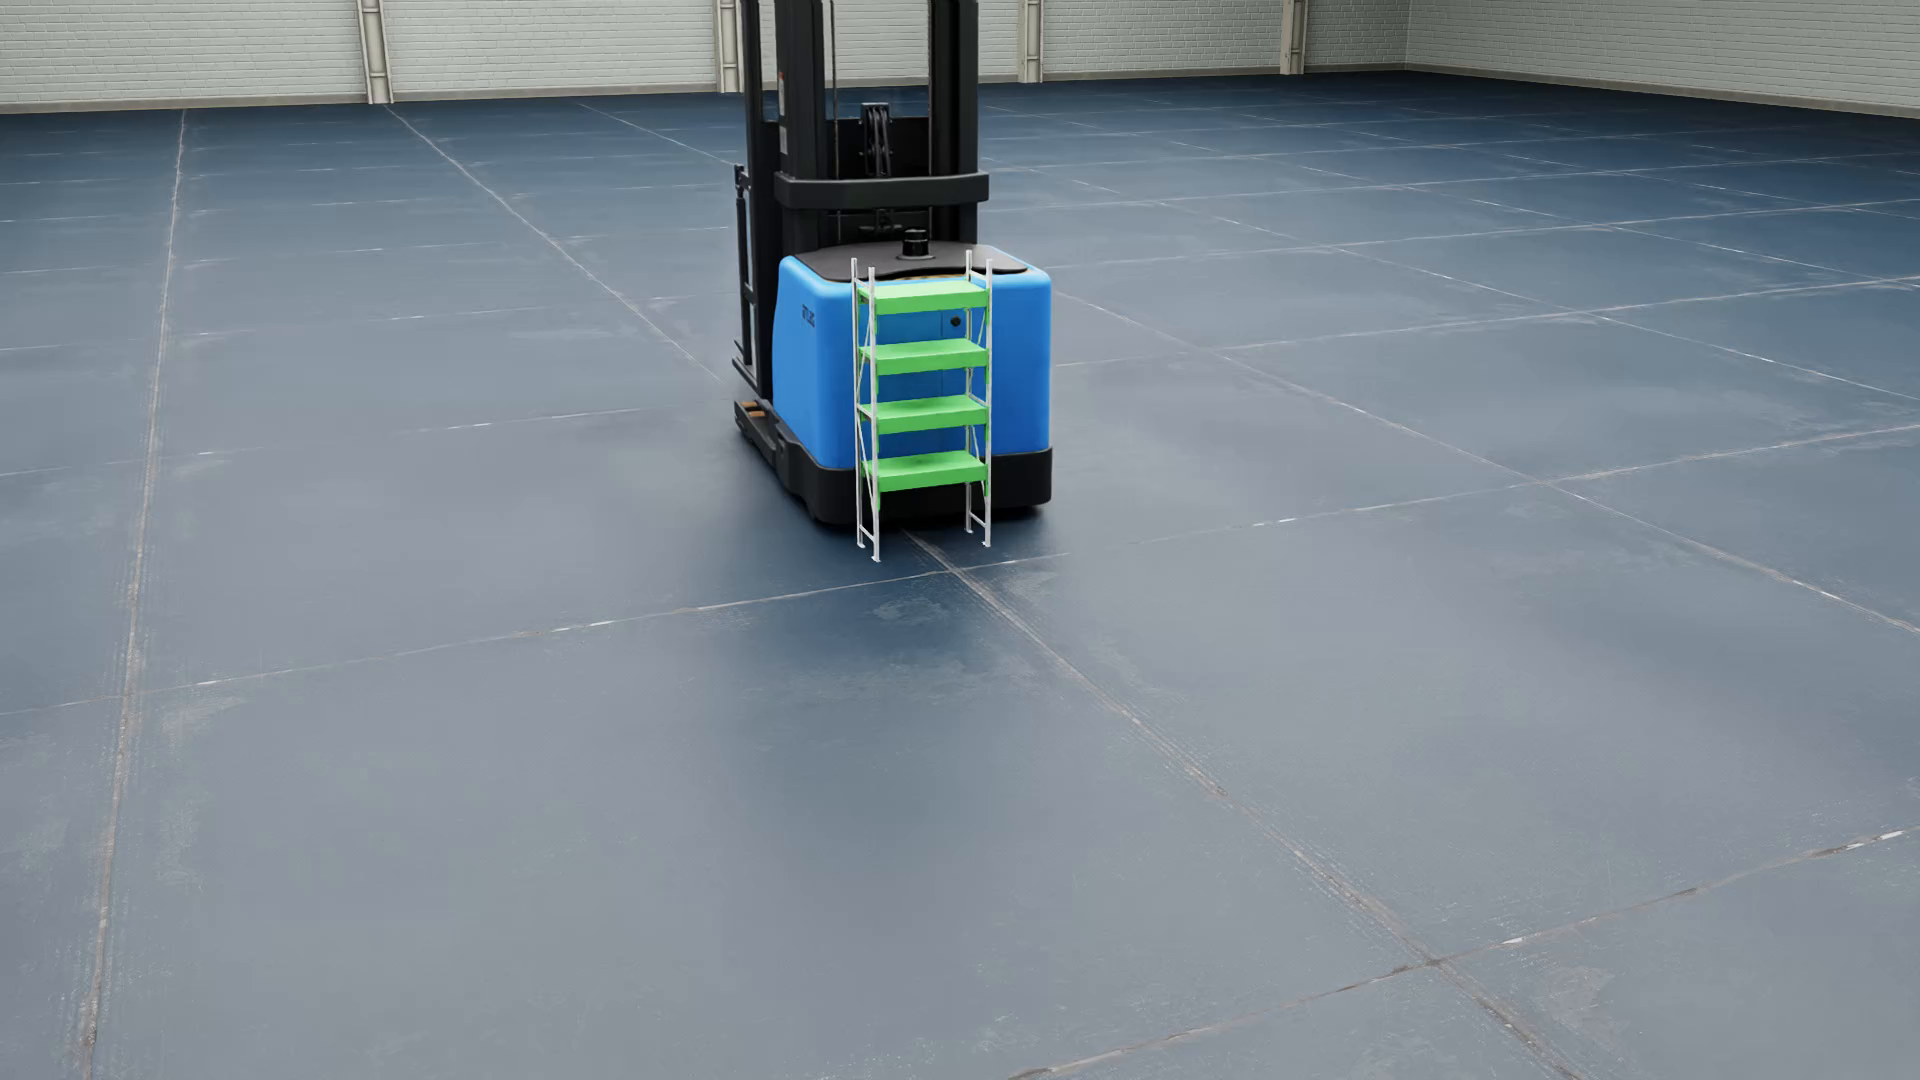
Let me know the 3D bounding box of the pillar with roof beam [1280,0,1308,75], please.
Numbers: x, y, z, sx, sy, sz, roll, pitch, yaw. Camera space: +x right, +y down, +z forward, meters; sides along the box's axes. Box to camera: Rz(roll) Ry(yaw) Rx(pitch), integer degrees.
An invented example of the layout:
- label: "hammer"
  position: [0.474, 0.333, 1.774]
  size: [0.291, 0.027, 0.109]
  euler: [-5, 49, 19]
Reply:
- label: "pillar with roof beam"
  position: [8.571, -12.592, 29.234]
  size: [0.400, 9.000, 9.100]
  euler: [-8, 21, -22]

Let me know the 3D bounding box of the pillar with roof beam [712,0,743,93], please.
- label: "pillar with roof beam"
  position: [-2.447, -11.013, 24.750]
  size: [0.400, 9.000, 9.100]
  euler: [-8, 21, -22]

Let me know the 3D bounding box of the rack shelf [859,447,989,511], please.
- label: "rack shelf"
  position: [-0.151, -0.255, 6.855]
  size: [0.480, 0.148, 0.258]
  euler: [-7, 21, -20]

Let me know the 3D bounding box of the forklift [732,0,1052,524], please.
- label: "forklift"
  position: [-0.529, -1.904, 8.015]
  size: [1.130, 2.935, 3.031]
  euler: [-6, 20, -17]

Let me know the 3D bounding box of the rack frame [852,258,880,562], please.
- label: "rack frame"
  position: [-0.378, -0.512, 6.670]
  size: [0.015, 1.200, 0.240]
  euler: [-7, 21, -20]

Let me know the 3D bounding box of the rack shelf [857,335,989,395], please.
- label: "rack shelf"
  position: [-0.151, -0.708, 6.696]
  size: [0.480, 0.148, 0.258]
  euler: [-7, 21, -20]

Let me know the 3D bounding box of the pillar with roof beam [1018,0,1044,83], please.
- label: "pillar with roof beam"
  position: [3.062, -11.802, 26.992]
  size: [0.400, 9.000, 9.100]
  euler: [-8, 21, -22]

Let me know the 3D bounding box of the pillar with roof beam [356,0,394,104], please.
- label: "pillar with roof beam"
  position: [-7.956, -10.224, 22.509]
  size: [0.400, 9.000, 9.100]
  euler: [-8, 21, -22]

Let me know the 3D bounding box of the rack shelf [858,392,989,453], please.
- label: "rack shelf"
  position: [-0.151, -0.482, 6.776]
  size: [0.480, 0.148, 0.258]
  euler: [-7, 21, -20]

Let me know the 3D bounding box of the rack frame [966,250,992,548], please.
- label: "rack frame"
  position: [0.076, -0.571, 6.838]
  size: [0.015, 1.200, 0.240]
  euler: [-7, 21, -20]

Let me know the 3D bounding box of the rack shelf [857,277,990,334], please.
- label: "rack shelf"
  position: [-0.151, -0.934, 6.616]
  size: [0.480, 0.148, 0.258]
  euler: [-7, 21, -20]

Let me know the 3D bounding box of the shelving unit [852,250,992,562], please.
- label: "shelving unit"
  position: [-0.151, -0.542, 6.754]
  size: [0.503, 1.200, 0.258]
  euler: [-7, 21, -20]
